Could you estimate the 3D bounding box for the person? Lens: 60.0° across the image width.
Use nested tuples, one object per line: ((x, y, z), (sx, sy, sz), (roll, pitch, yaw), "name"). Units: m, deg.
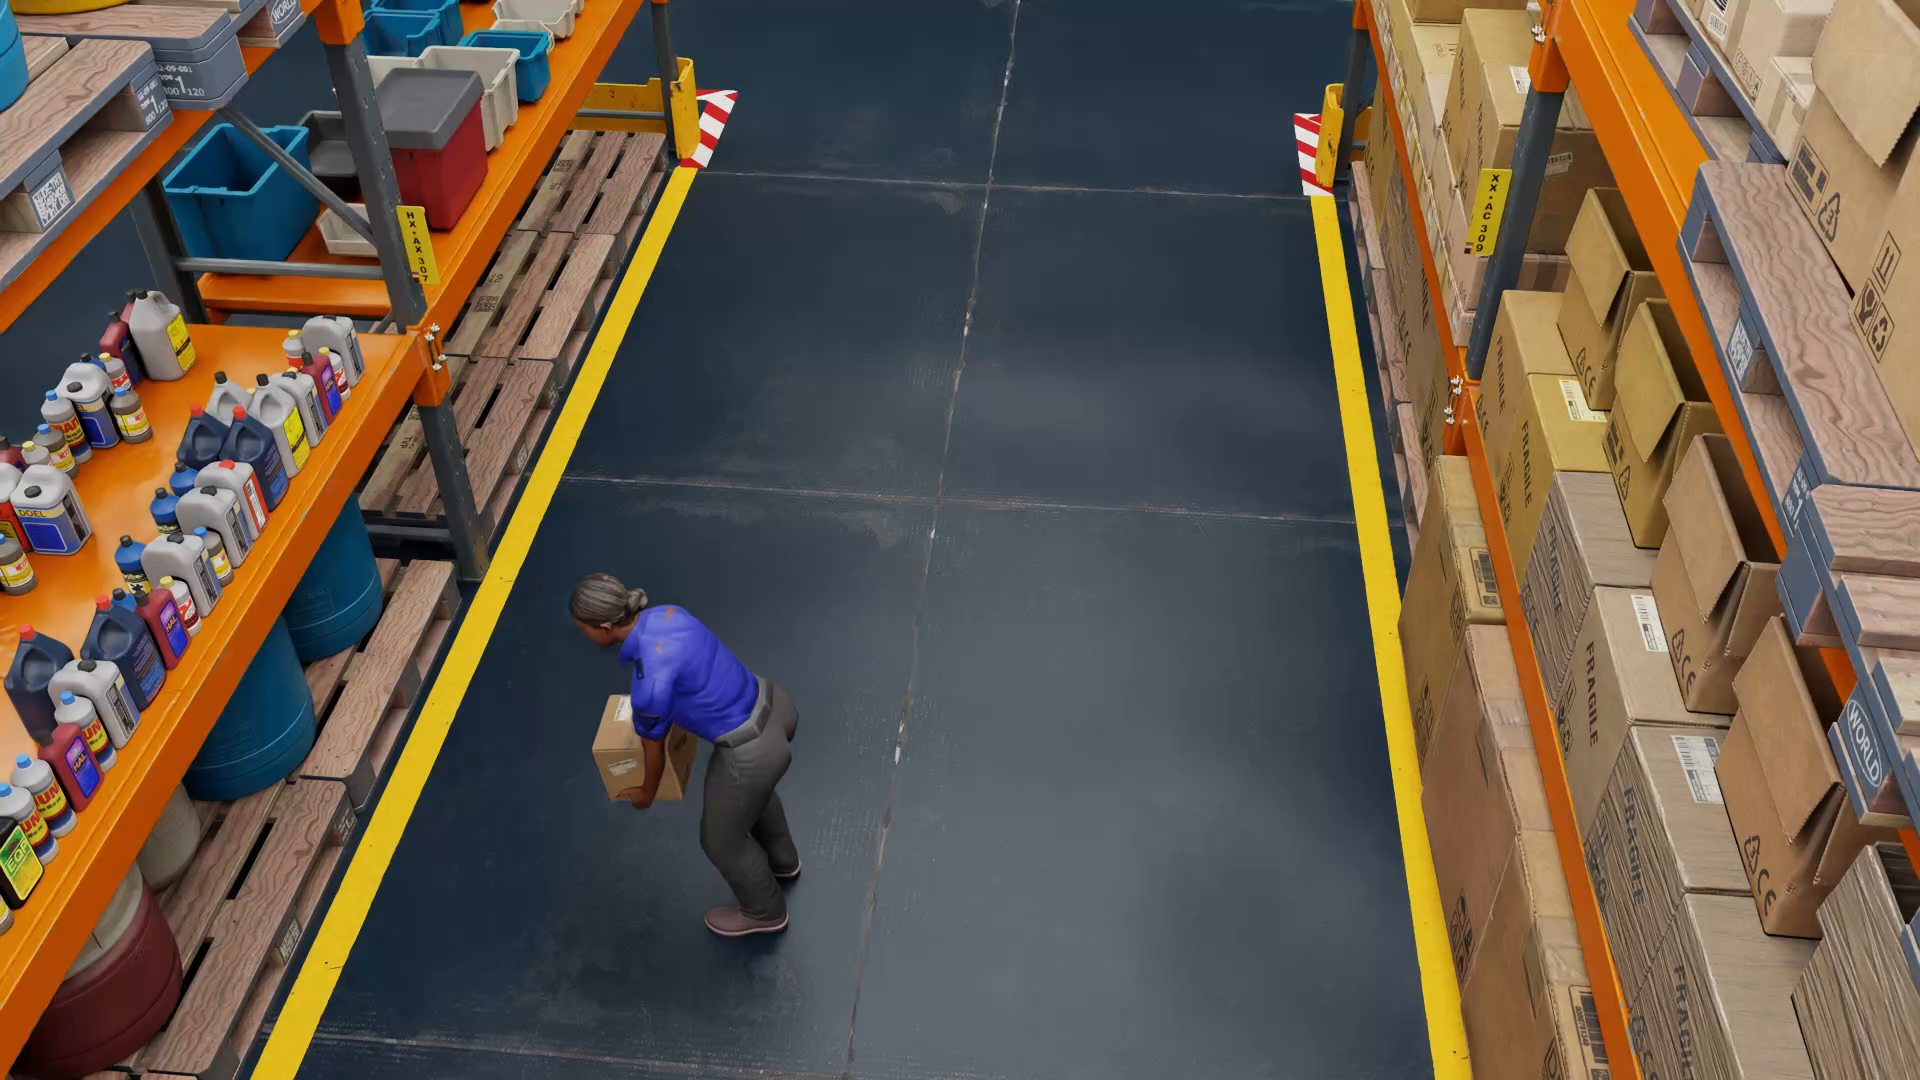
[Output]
((-0.864, 0.699, 5.464), (0.656, 1.502, 0.409), (3, 40, 3), "person")
